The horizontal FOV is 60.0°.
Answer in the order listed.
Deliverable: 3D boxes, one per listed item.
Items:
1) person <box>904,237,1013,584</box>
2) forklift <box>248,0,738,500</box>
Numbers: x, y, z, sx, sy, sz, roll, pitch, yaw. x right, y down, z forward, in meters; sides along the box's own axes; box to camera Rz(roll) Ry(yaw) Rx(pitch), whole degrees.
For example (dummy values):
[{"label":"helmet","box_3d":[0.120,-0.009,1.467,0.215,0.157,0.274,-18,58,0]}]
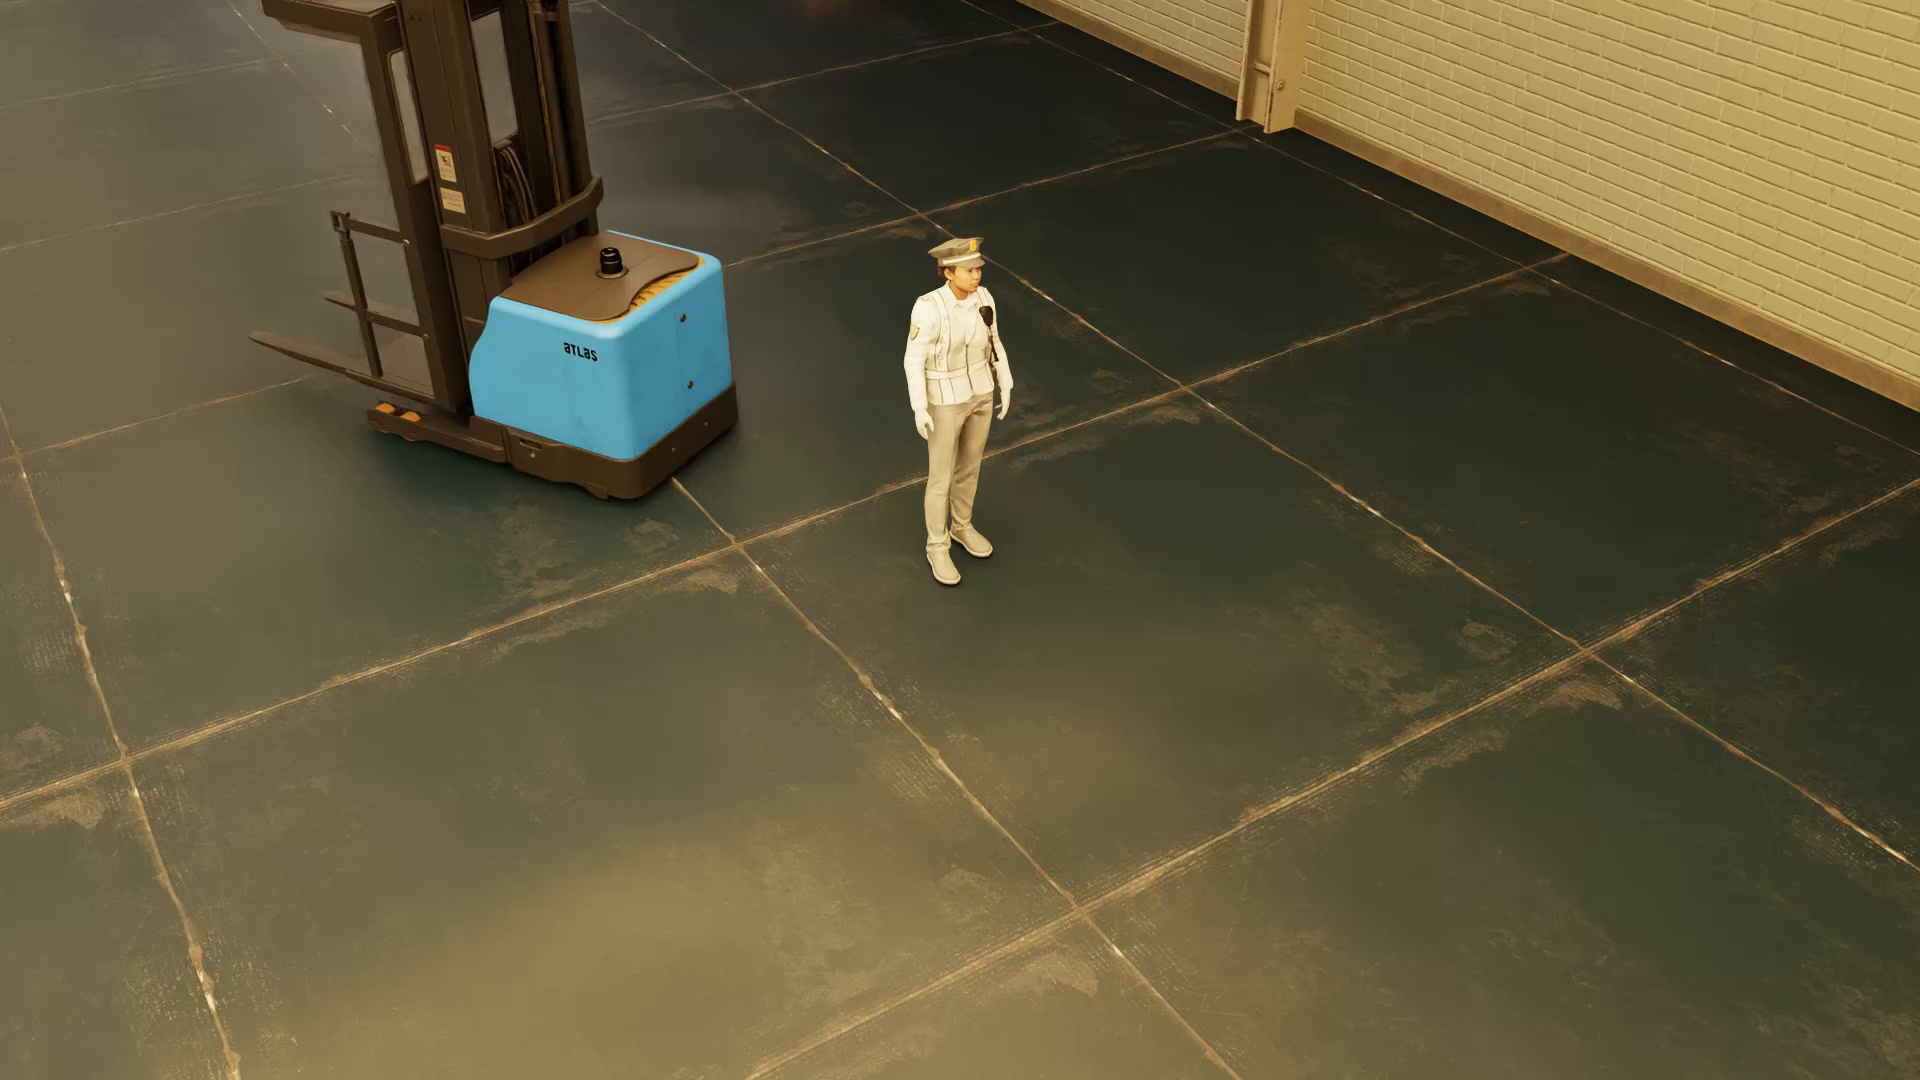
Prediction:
[{"label":"person","box_3d":[0.032,-0.664,8.156,0.588,1.695,0.531,-21,40,-27]},{"label":"forklift","box_3d":[-2.822,-2.012,9.011,3.031,2.935,1.130,17,39,23]}]
